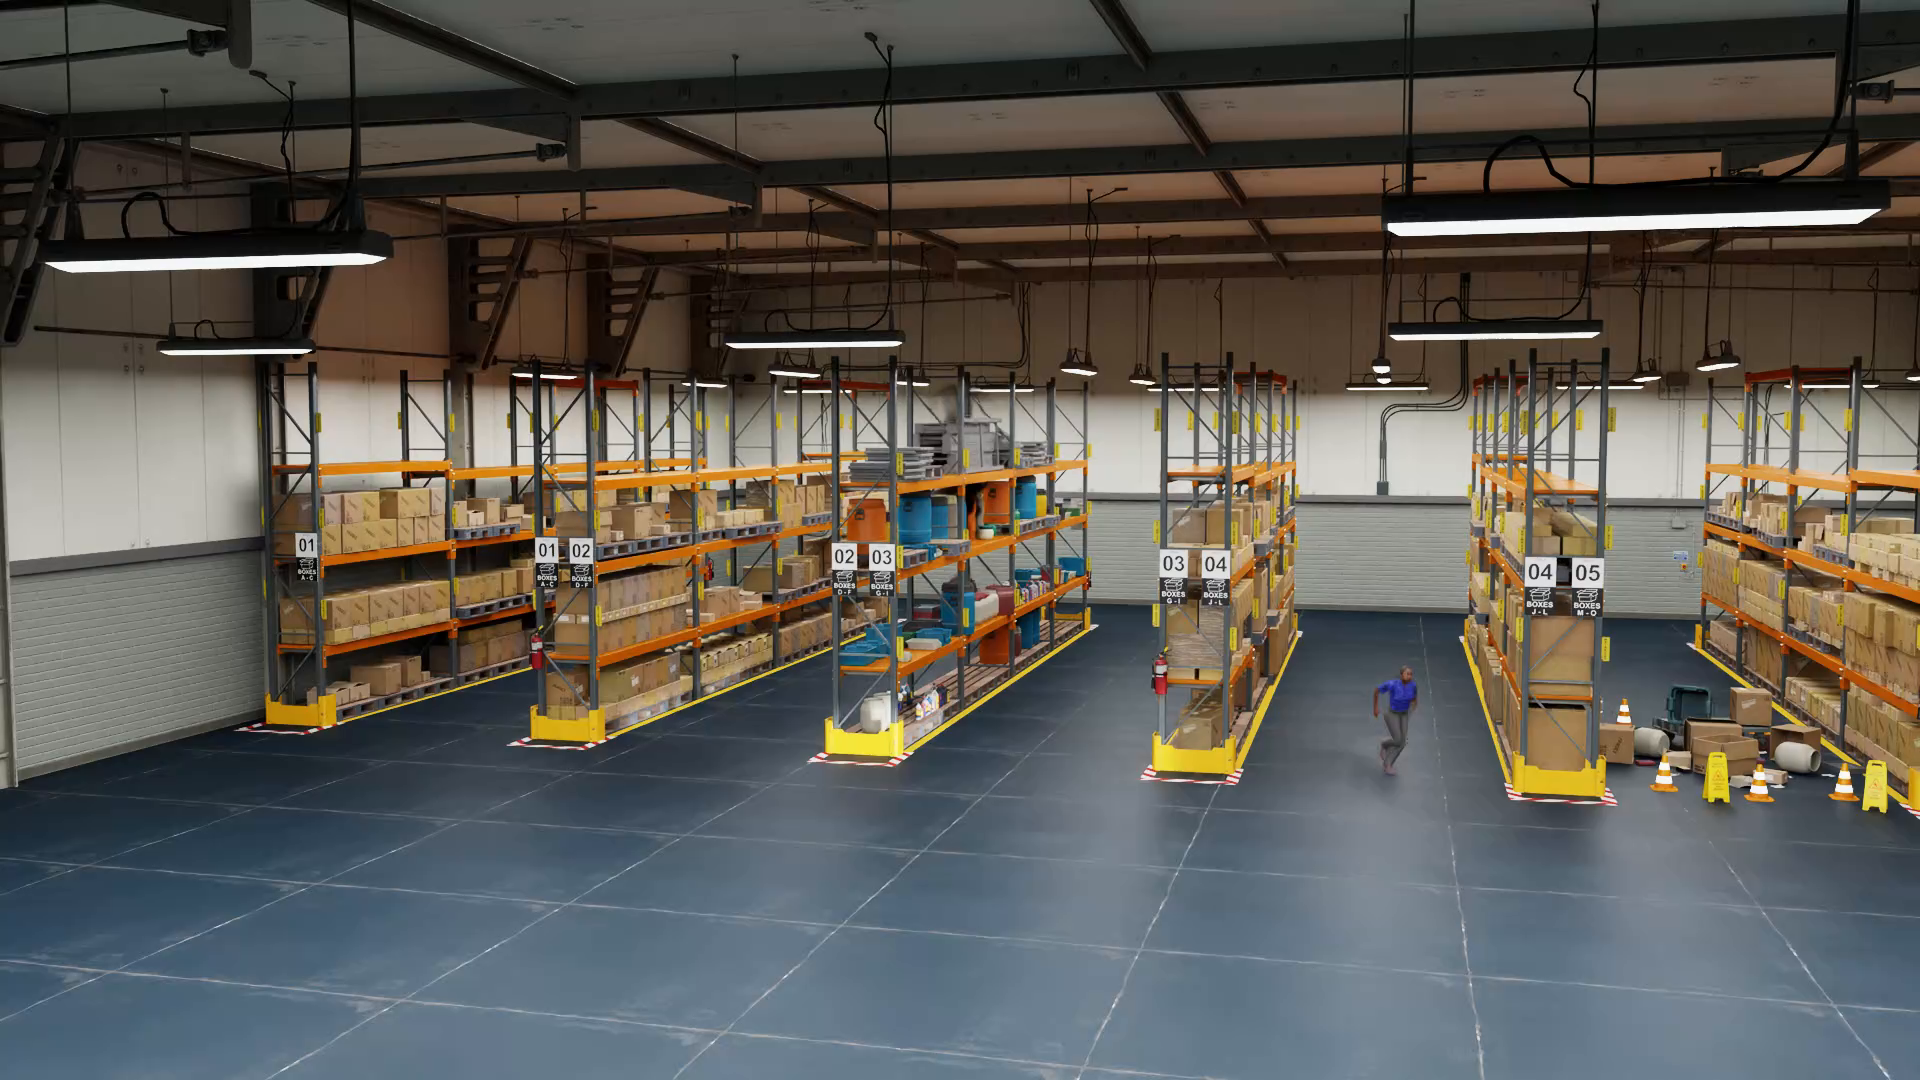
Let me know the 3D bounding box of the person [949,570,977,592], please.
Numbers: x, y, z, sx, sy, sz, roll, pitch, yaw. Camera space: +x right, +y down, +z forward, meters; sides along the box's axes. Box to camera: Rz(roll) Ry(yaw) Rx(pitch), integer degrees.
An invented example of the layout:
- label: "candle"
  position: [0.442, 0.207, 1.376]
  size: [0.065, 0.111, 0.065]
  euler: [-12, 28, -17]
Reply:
- label: "person"
  position: [0.063, 1.484, 37.926]
  size: [0.699, 1.731, 0.820]
  euler: [1, 4, 19]

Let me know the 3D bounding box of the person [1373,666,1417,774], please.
- label: "person"
  position: [6.252, 2.567, 23.696]
  size: [0.561, 1.568, 0.673]
  euler: [-2, 4, -22]

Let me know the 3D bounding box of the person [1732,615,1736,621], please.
- label: "person"
  position: [17.747, 1.486, 37.569]
  size: [0.698, 1.798, 0.654]
  euler: [4, 6, 43]
